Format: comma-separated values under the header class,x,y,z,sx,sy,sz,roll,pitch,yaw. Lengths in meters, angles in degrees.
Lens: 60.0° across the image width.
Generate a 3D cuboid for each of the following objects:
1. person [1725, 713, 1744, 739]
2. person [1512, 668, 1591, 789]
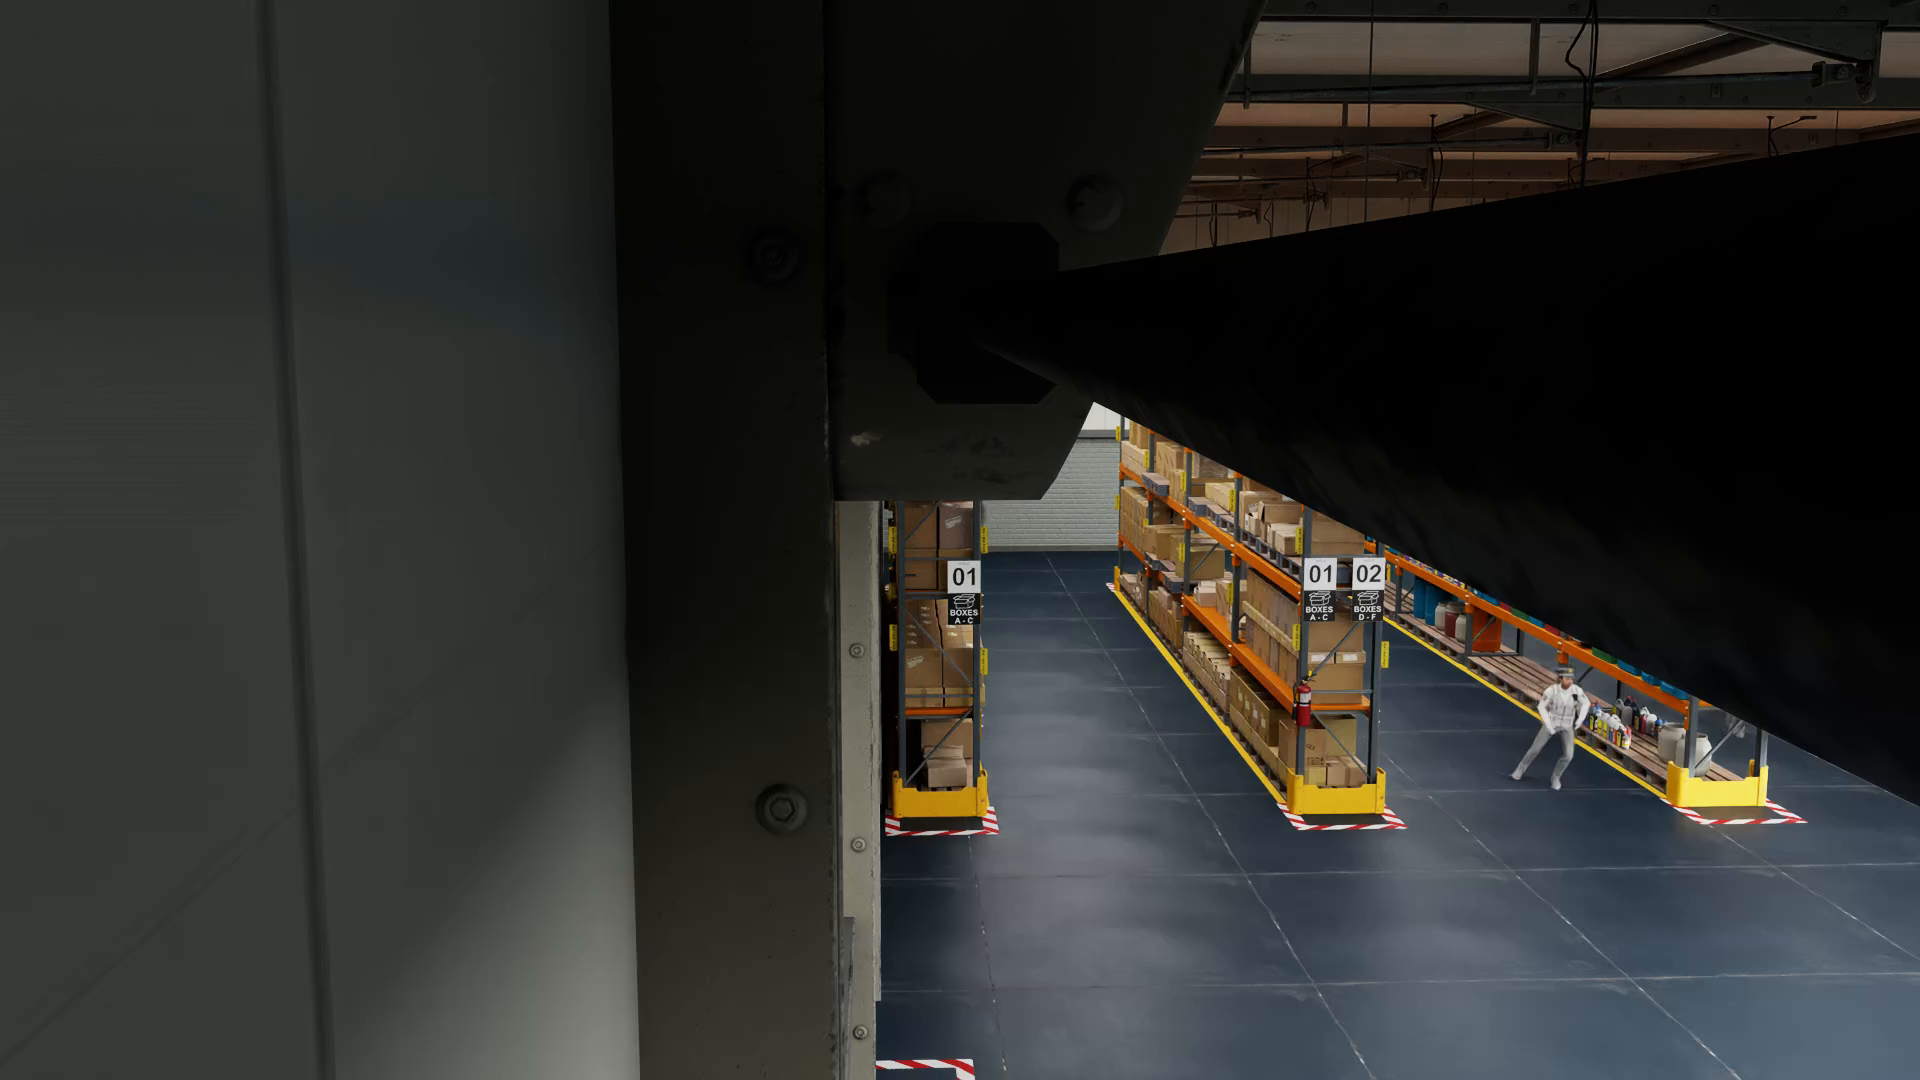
class,x,y,z,sx,sy,sz,roll,pitch,yaw
person,11.441,1.984,24.203,0.610,1.791,0.712,-2,9,-15
person,7.766,2.420,21.789,0.935,1.604,0.523,2,8,11
